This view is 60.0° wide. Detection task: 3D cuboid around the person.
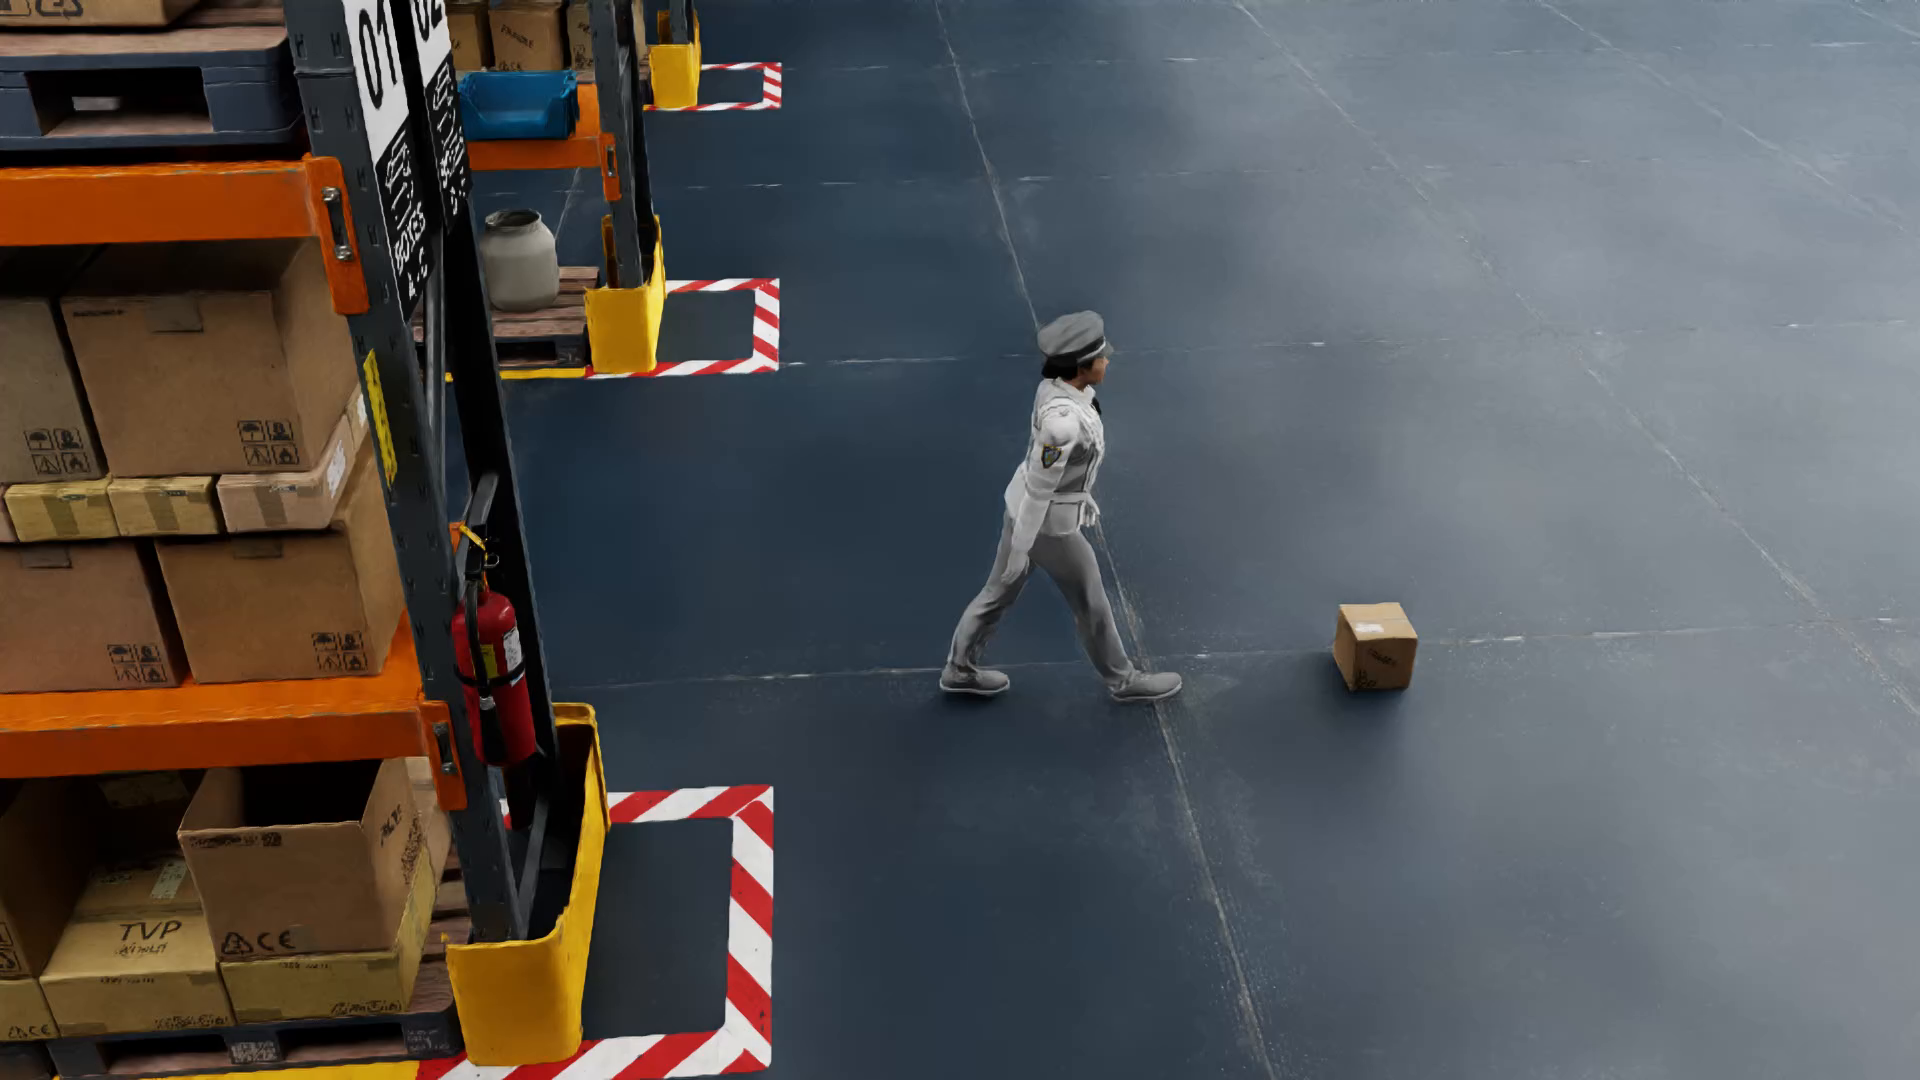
[{"bbox_3d":[0.397,-0.104,6.290,0.951,1.624,0.517,-3,31,-6],"label":"person"}]
